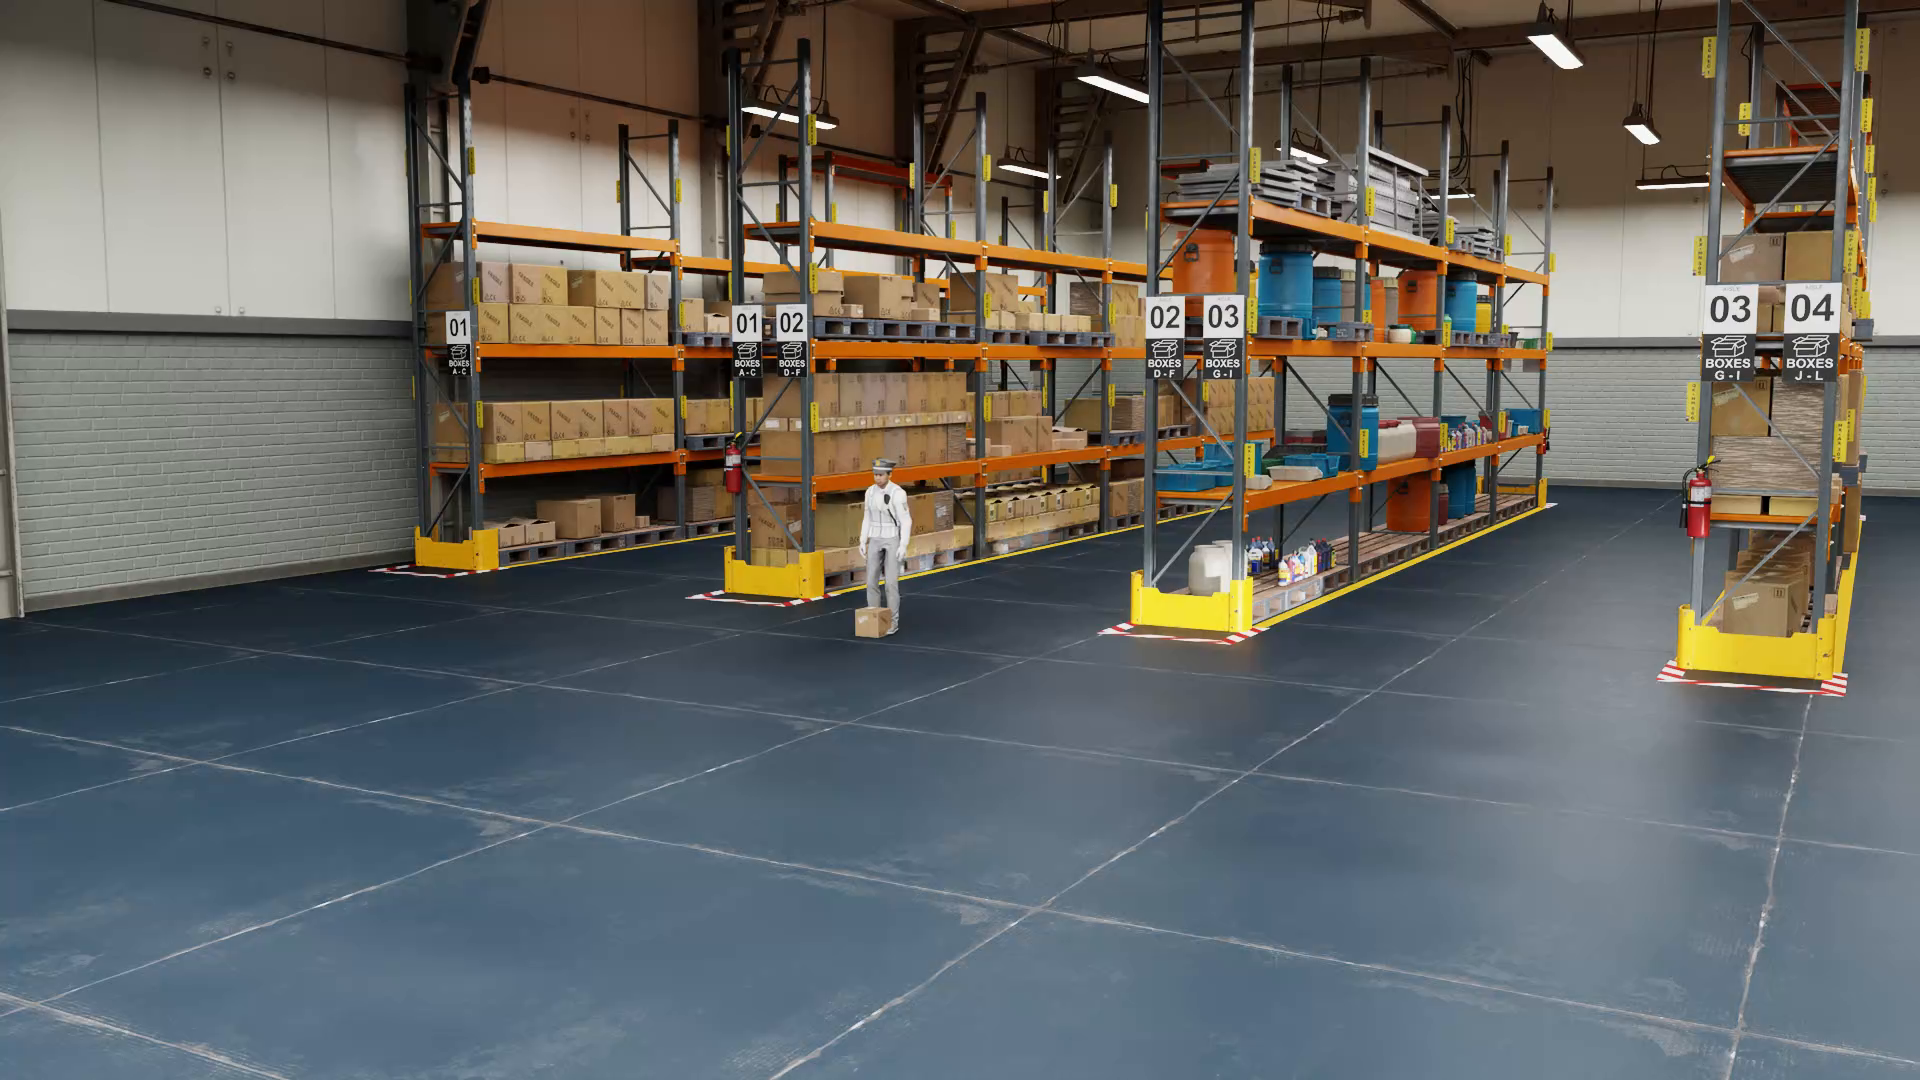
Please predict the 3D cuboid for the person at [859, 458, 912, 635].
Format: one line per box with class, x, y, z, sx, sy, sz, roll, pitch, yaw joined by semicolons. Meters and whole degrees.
person;-0.723;0.053;15.854;0.530;1.664;0.403;3;7;29
